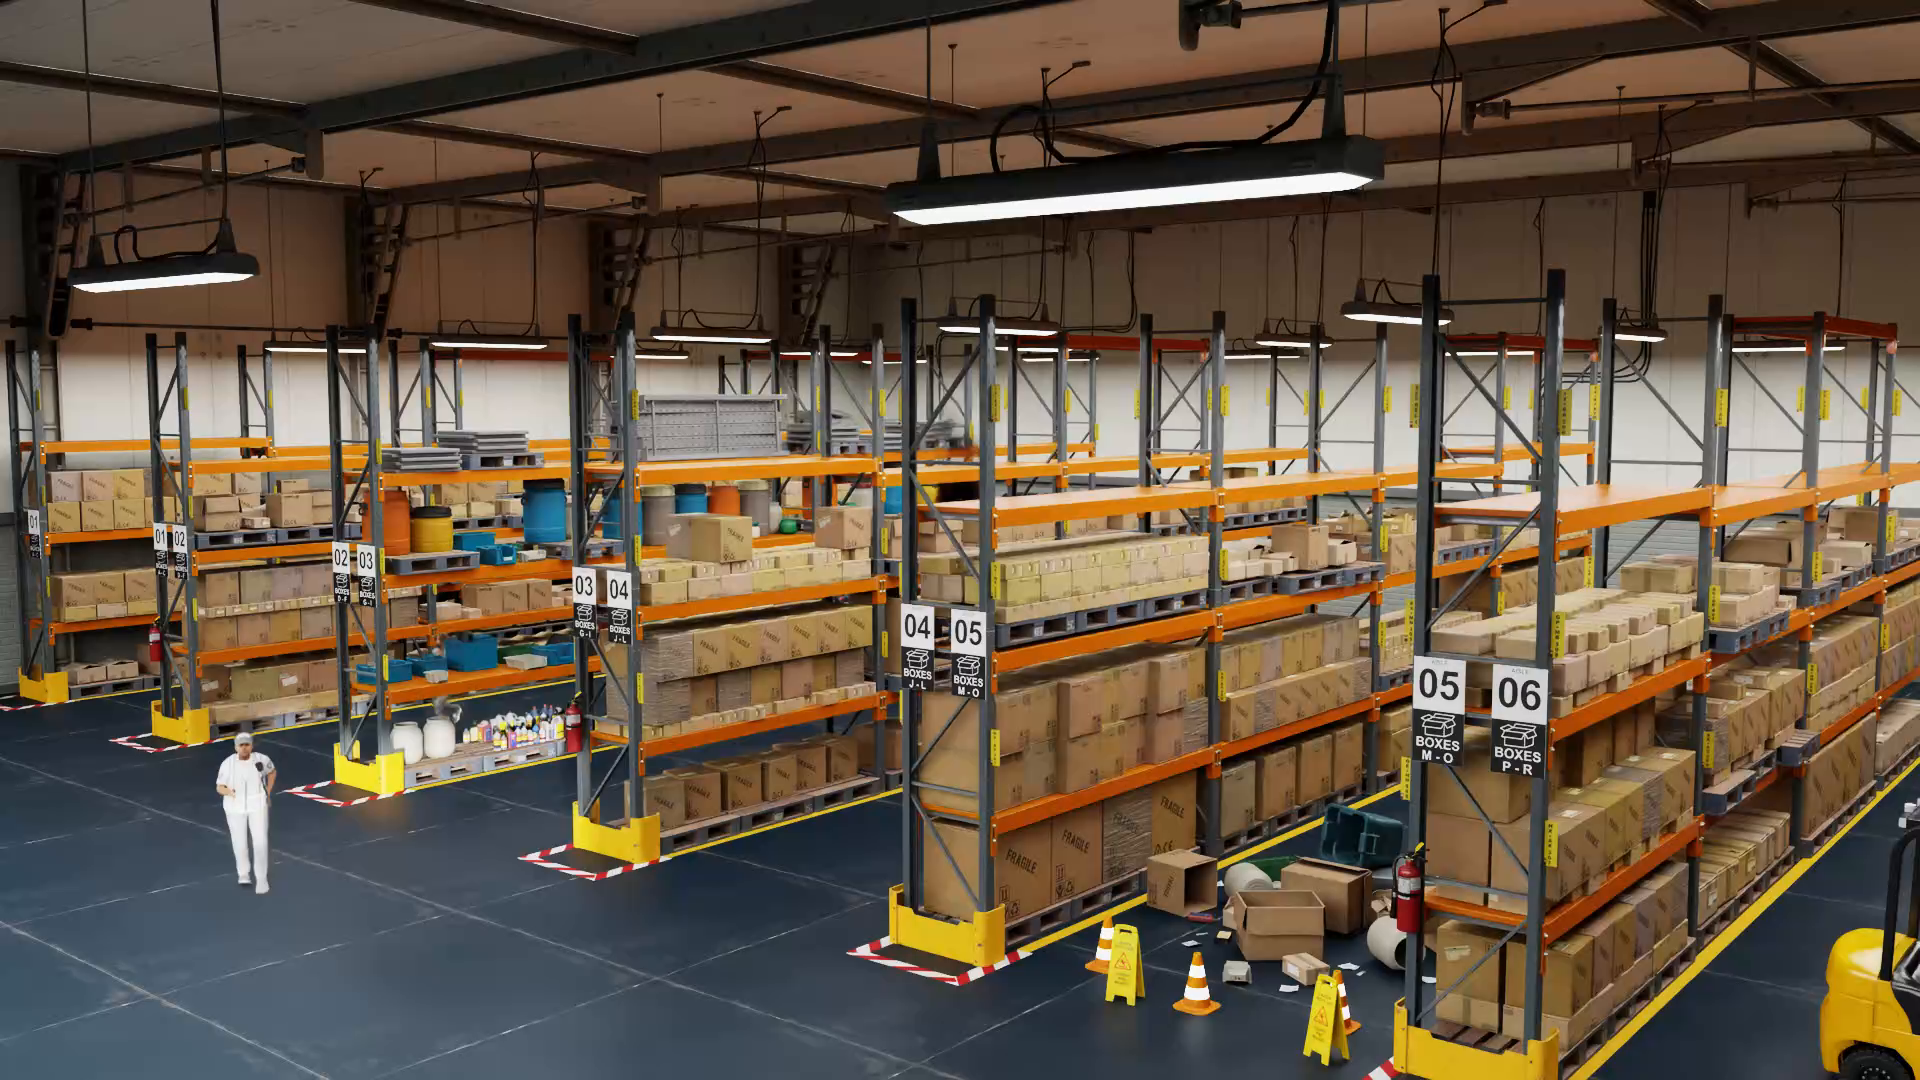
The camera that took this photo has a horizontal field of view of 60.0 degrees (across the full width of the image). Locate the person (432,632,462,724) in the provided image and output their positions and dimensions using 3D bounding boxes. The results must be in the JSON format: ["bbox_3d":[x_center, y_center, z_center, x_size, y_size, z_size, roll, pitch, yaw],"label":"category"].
[{"bbox_3d":[-7.683,2.157,24.823,0.539,1.583,0.756,2,6,25],"label":"person"}]

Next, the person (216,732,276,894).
[{"bbox_3d":[-7.350,2.817,17.141,0.555,1.706,0.733,-2,5,-20],"label":"person"}]
